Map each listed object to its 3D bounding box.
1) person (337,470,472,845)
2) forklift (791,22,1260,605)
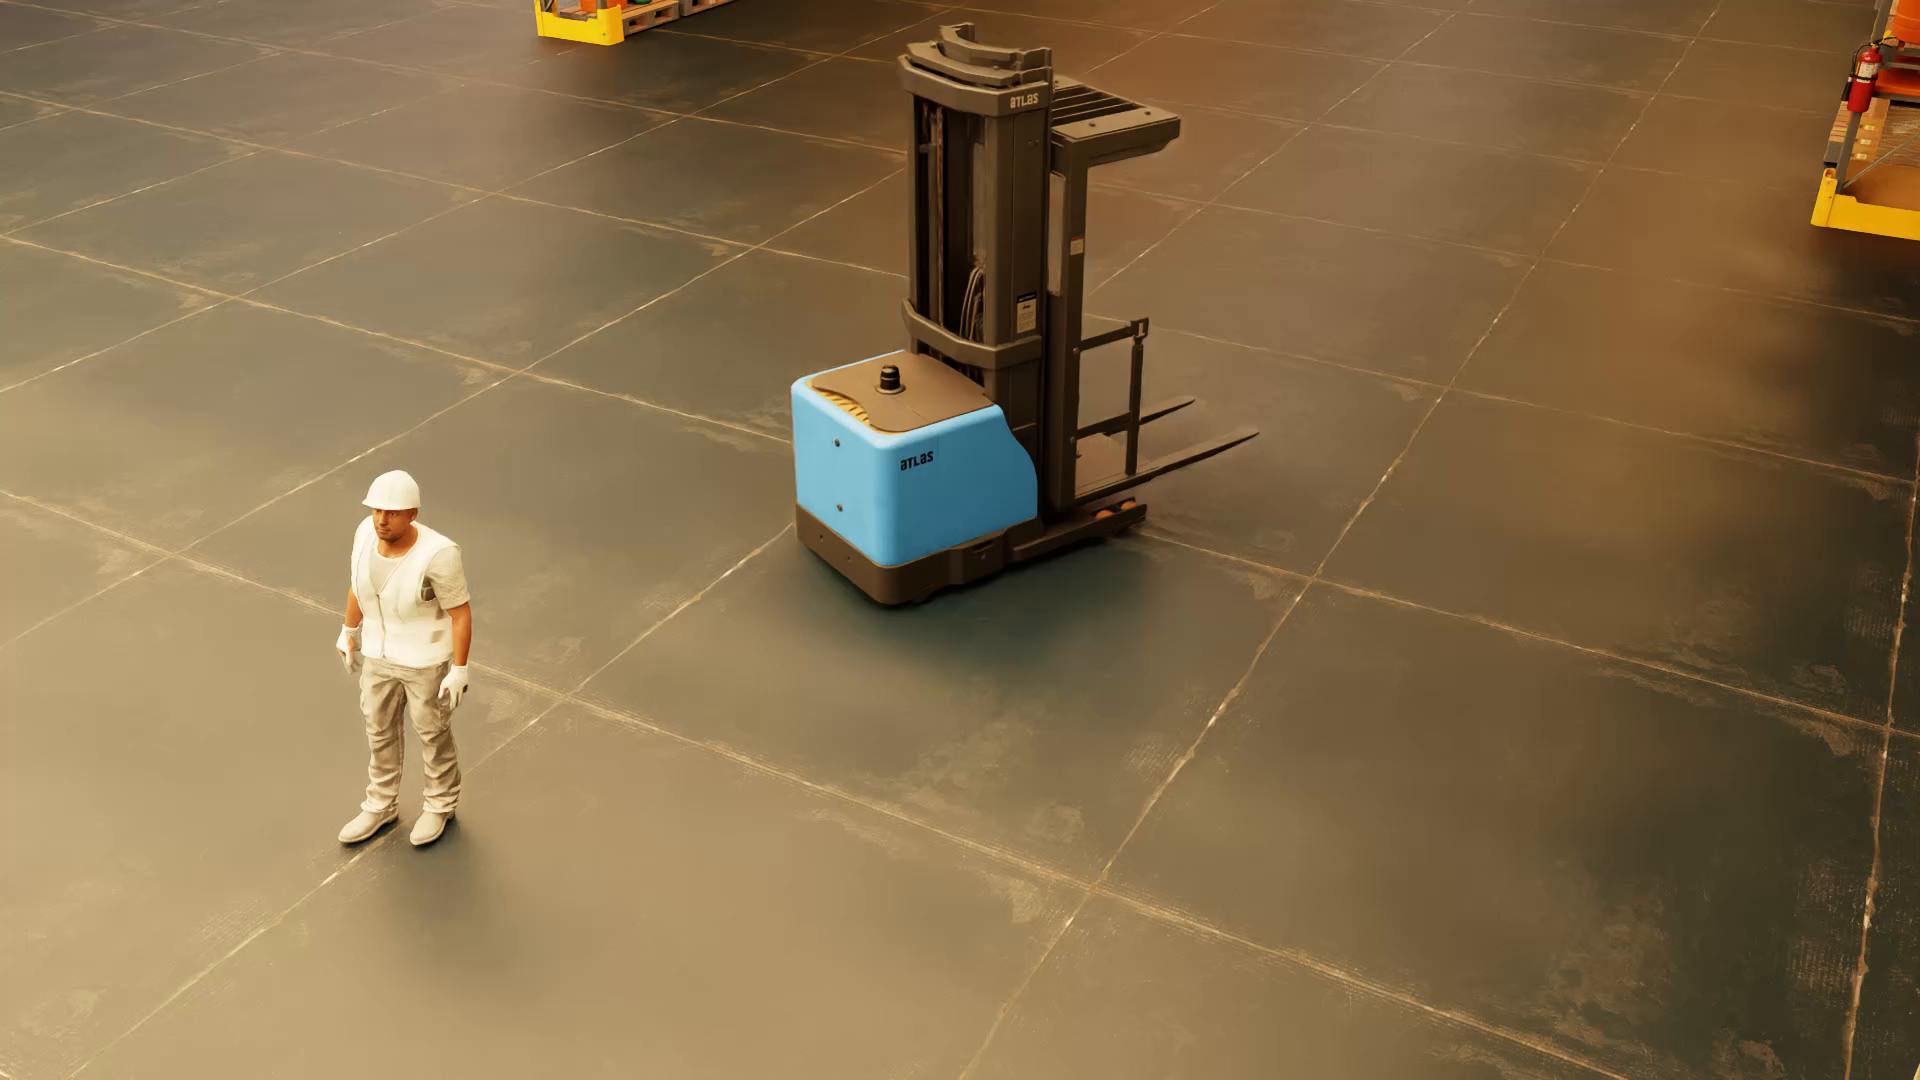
[{"bbox_3d":[-2.458,0.542,7.264,0.657,1.784,0.576,12,32,19],"label":"person"},{"bbox_3d":[0.520,-1.478,9.632,3.031,2.935,1.130,-20,35,-30],"label":"forklift"}]
